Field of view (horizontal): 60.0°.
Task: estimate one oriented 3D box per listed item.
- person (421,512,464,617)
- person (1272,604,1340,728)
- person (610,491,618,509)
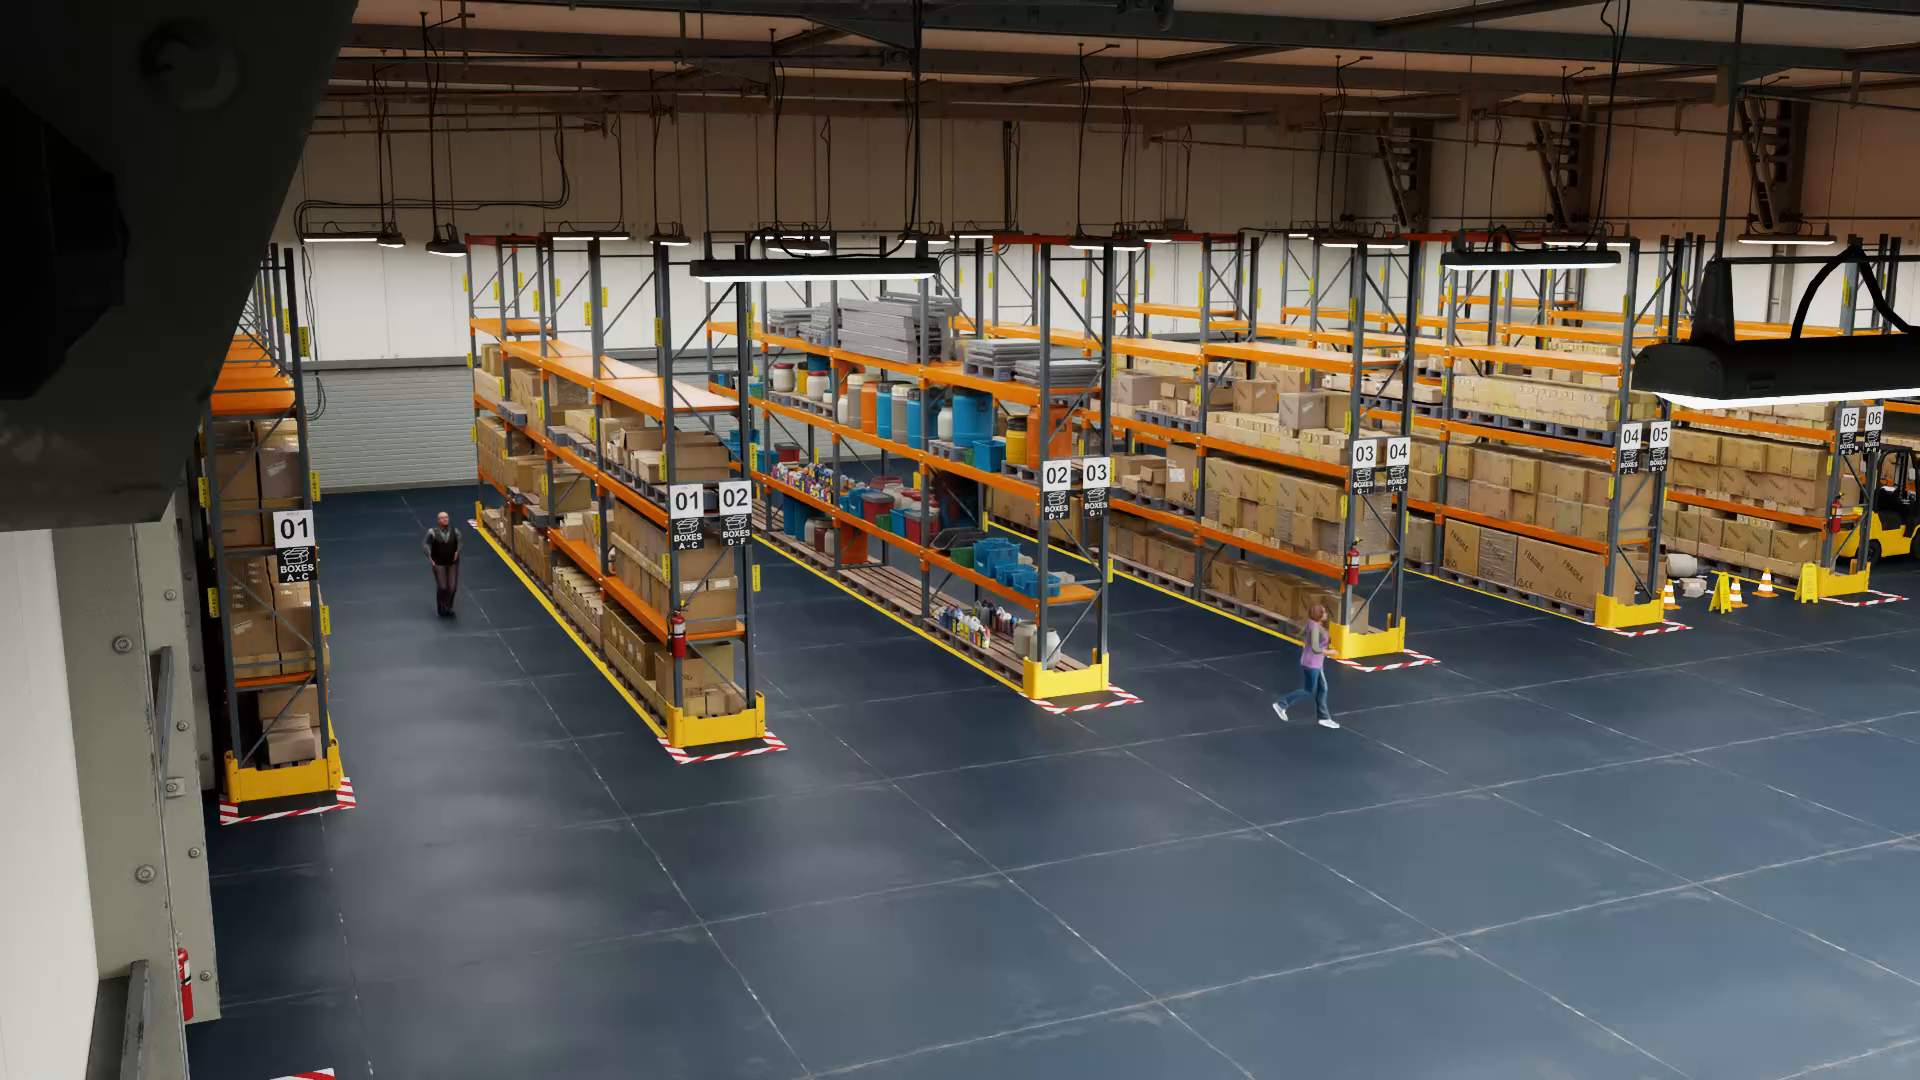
[{"bbox_3d":[-8.231,0.405,26.614,0.642,1.706,0.542,-6,13,-30],"label":"person"},{"bbox_3d":[4.360,1.580,20.837,0.860,1.599,0.550,1,11,6],"label":"person"},{"bbox_3d":[-7.004,-0.986,33.857,0.597,1.735,0.712,-7,13,-32],"label":"person"}]
